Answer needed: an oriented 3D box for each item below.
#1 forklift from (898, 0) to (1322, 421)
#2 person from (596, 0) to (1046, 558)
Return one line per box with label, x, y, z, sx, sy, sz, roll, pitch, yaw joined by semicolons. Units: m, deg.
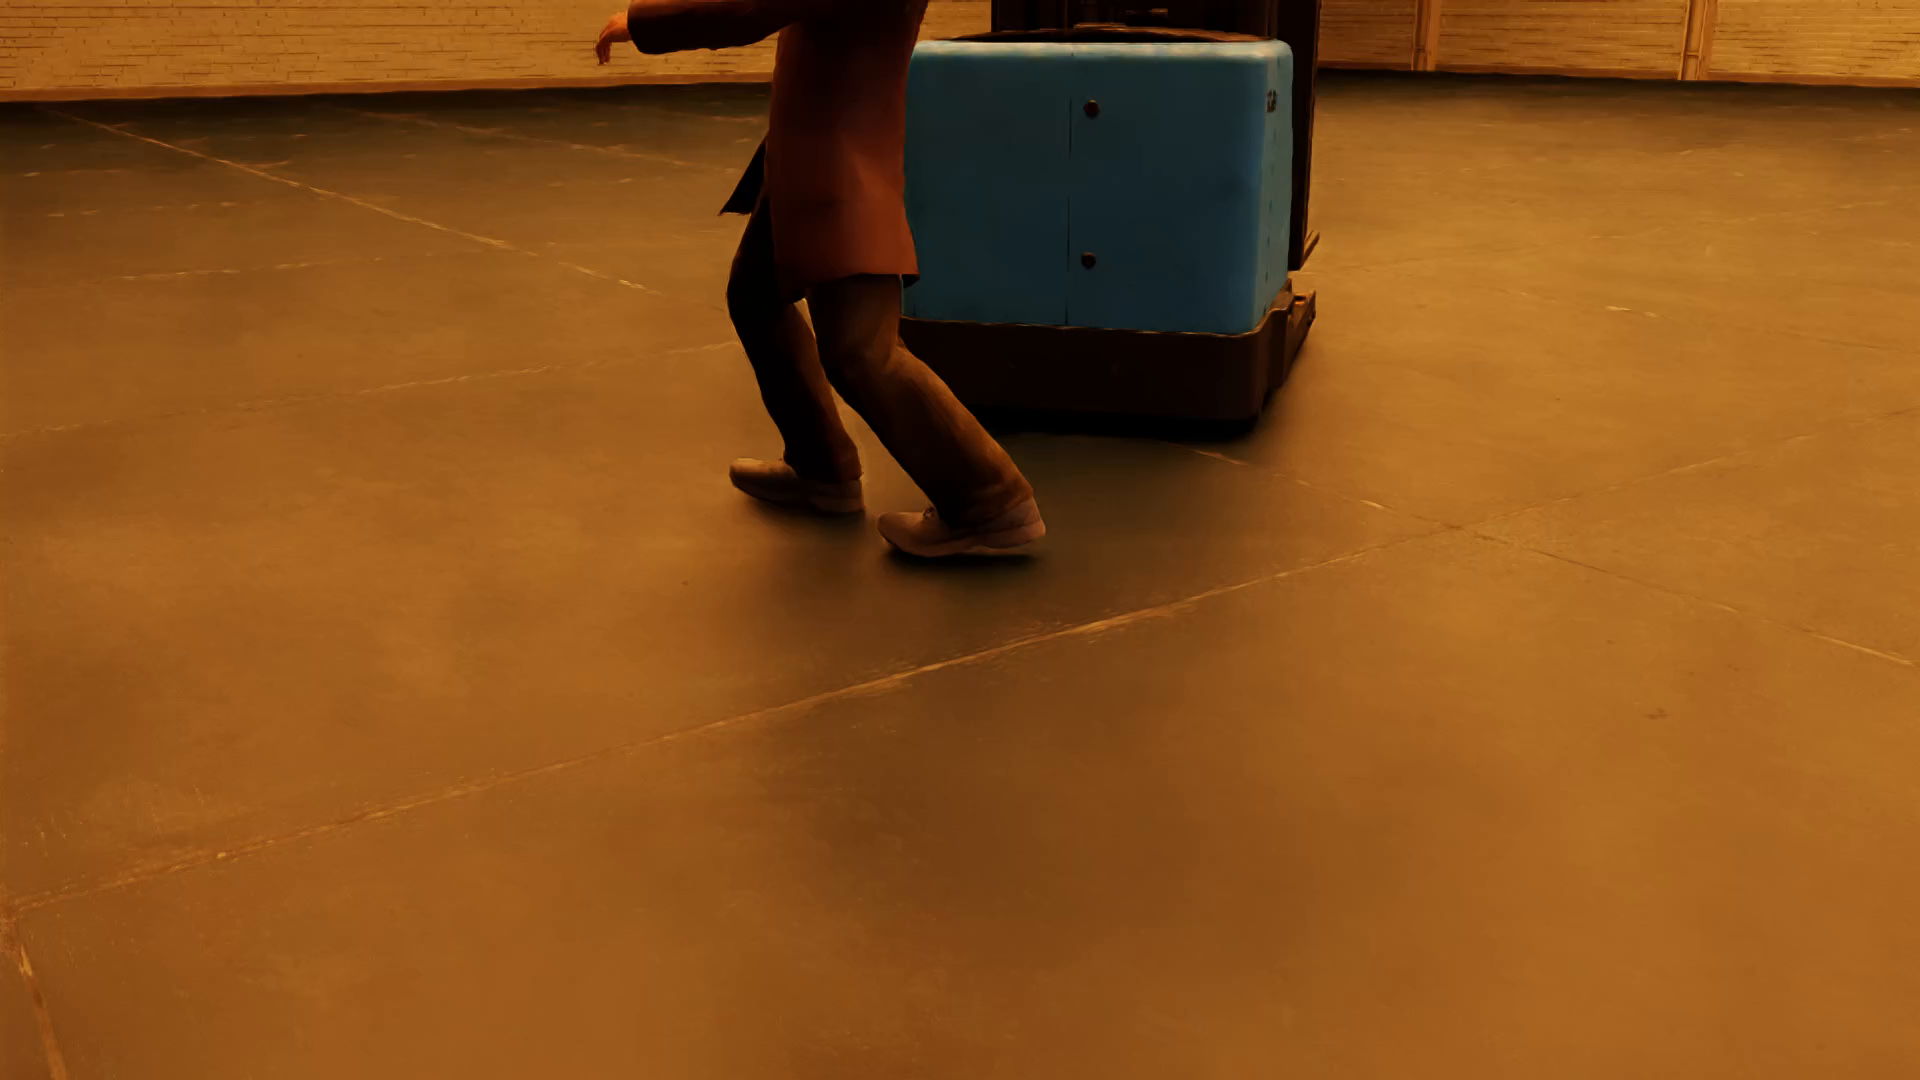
forklift;0.711;-2.135;5.685;1.130;2.935;3.031;5;18;15
person;-0.310;-0.827;3.676;0.927;1.654;0.804;-2;18;-7
